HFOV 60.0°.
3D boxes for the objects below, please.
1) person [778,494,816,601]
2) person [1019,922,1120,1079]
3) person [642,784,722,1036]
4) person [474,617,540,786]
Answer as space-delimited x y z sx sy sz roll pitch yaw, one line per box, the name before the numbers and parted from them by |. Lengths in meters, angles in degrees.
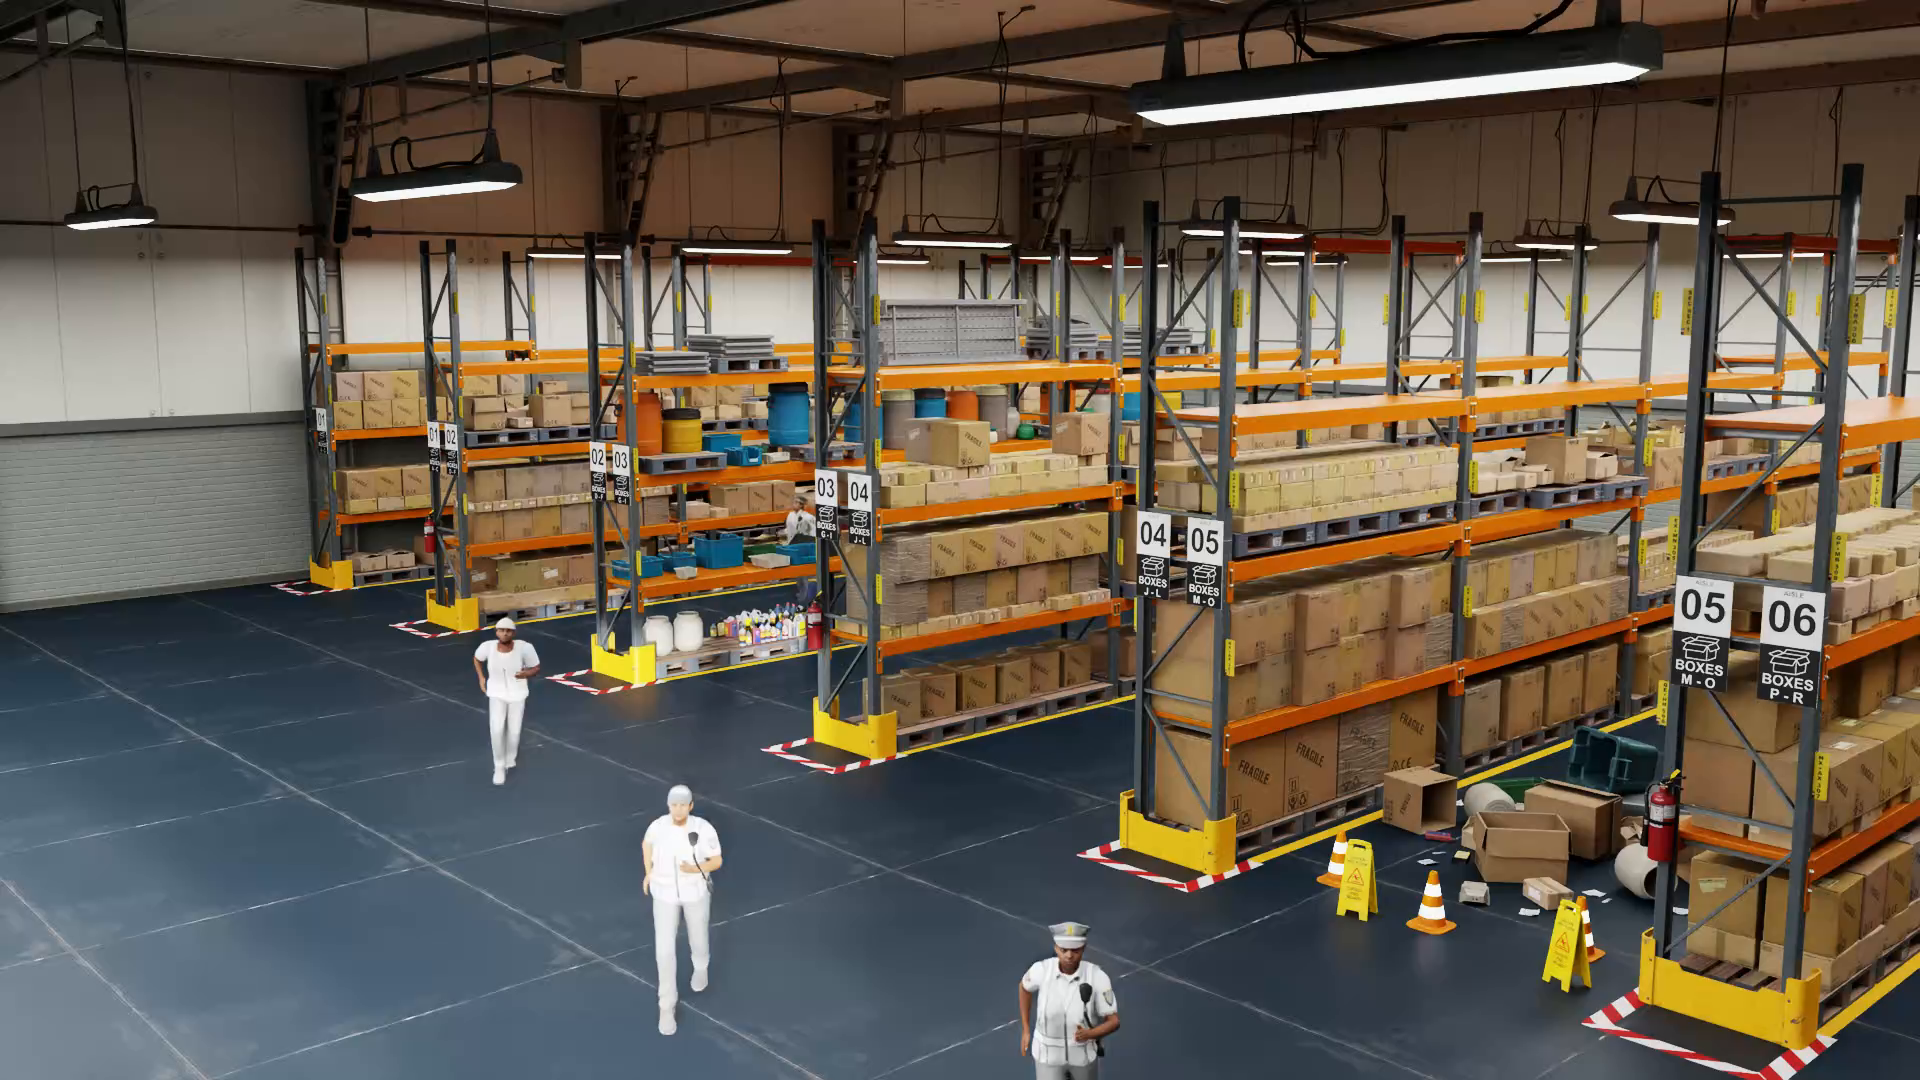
person | -2.648 0.126 26.878 0.597 1.737 0.599 7 11 39
person | 0.607 2.939 9.429 0.549 1.696 0.915 0 8 2
person | -2.006 2.585 12.005 0.595 1.685 0.903 -1 8 -4
person | -4.850 1.705 17.873 0.674 1.798 0.796 -3 9 -17
